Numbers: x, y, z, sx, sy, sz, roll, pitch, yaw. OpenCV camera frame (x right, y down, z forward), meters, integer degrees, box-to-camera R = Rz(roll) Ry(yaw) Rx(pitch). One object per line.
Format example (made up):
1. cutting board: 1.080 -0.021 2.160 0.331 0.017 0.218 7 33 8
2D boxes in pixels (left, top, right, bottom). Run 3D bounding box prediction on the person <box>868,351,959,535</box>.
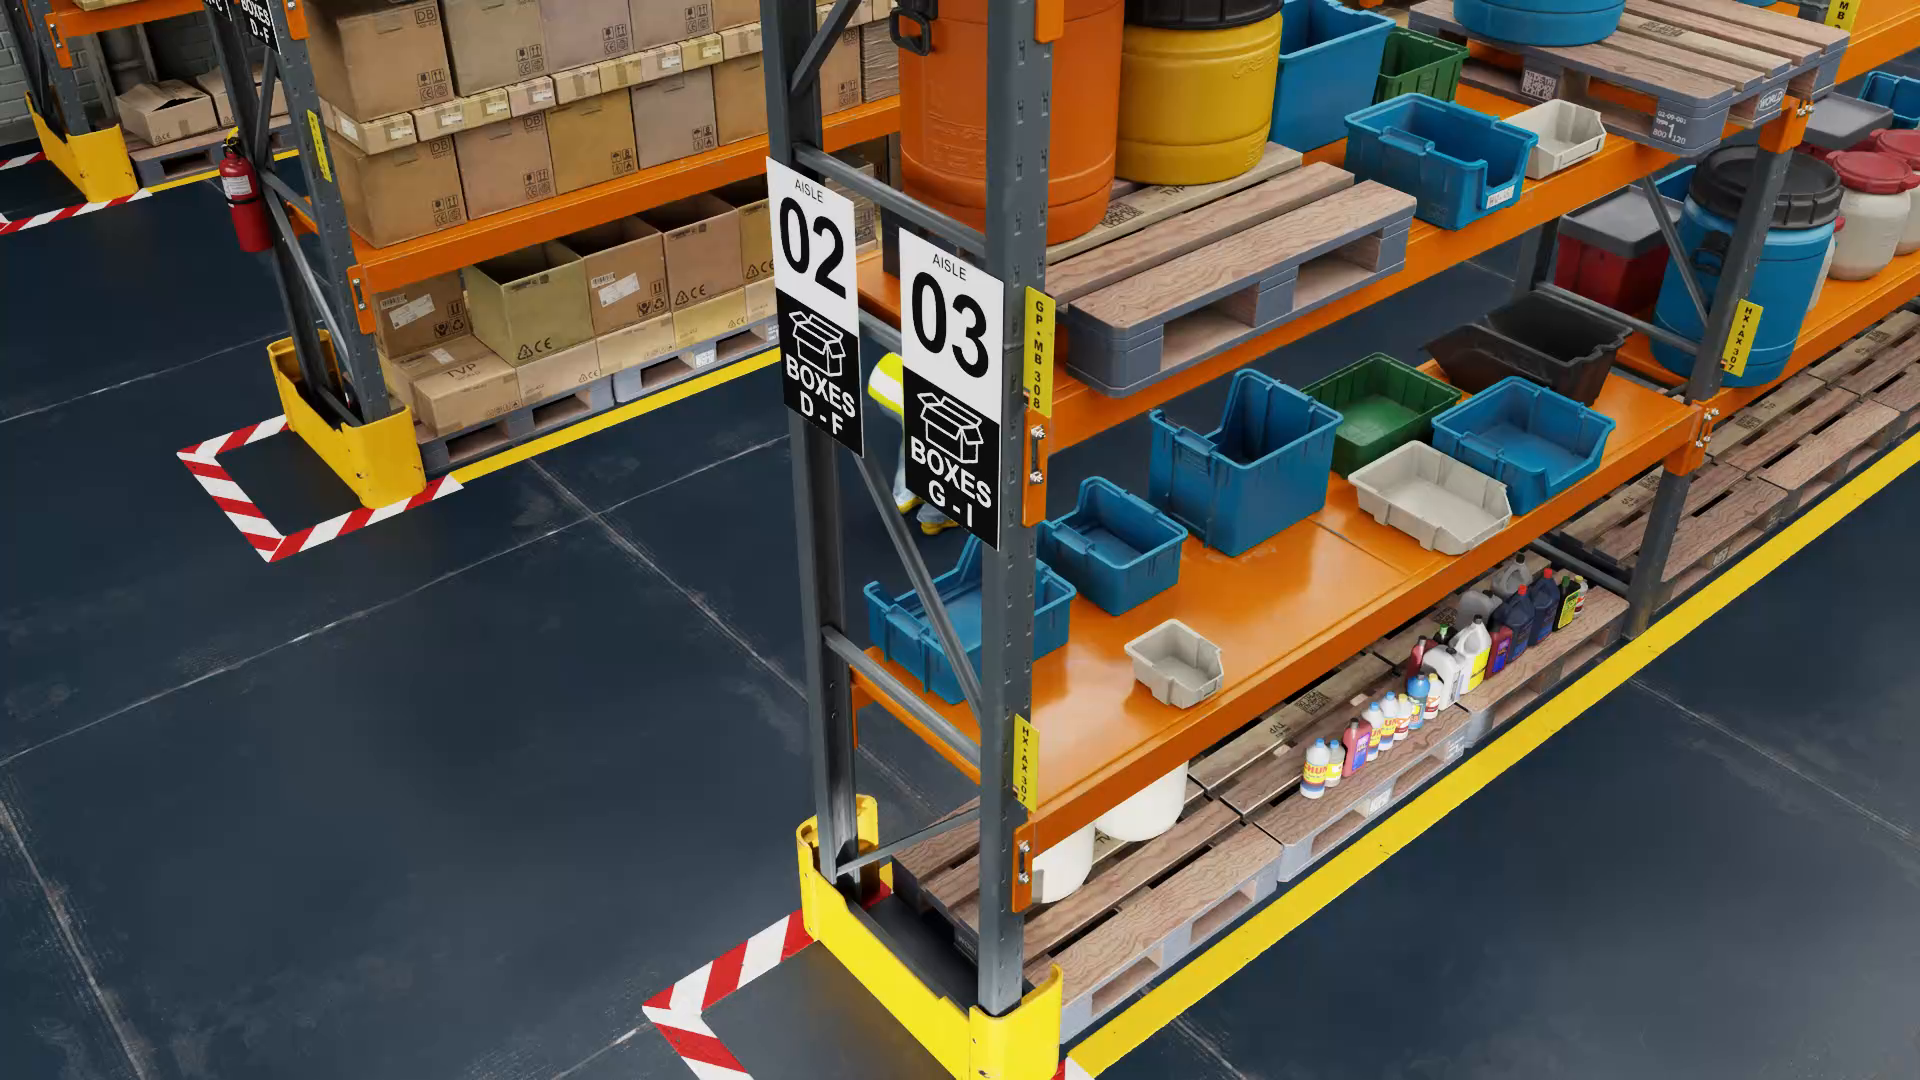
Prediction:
1. person: -0.019 -0.630 8.582 0.976 1.006 0.500 -28 44 -33
